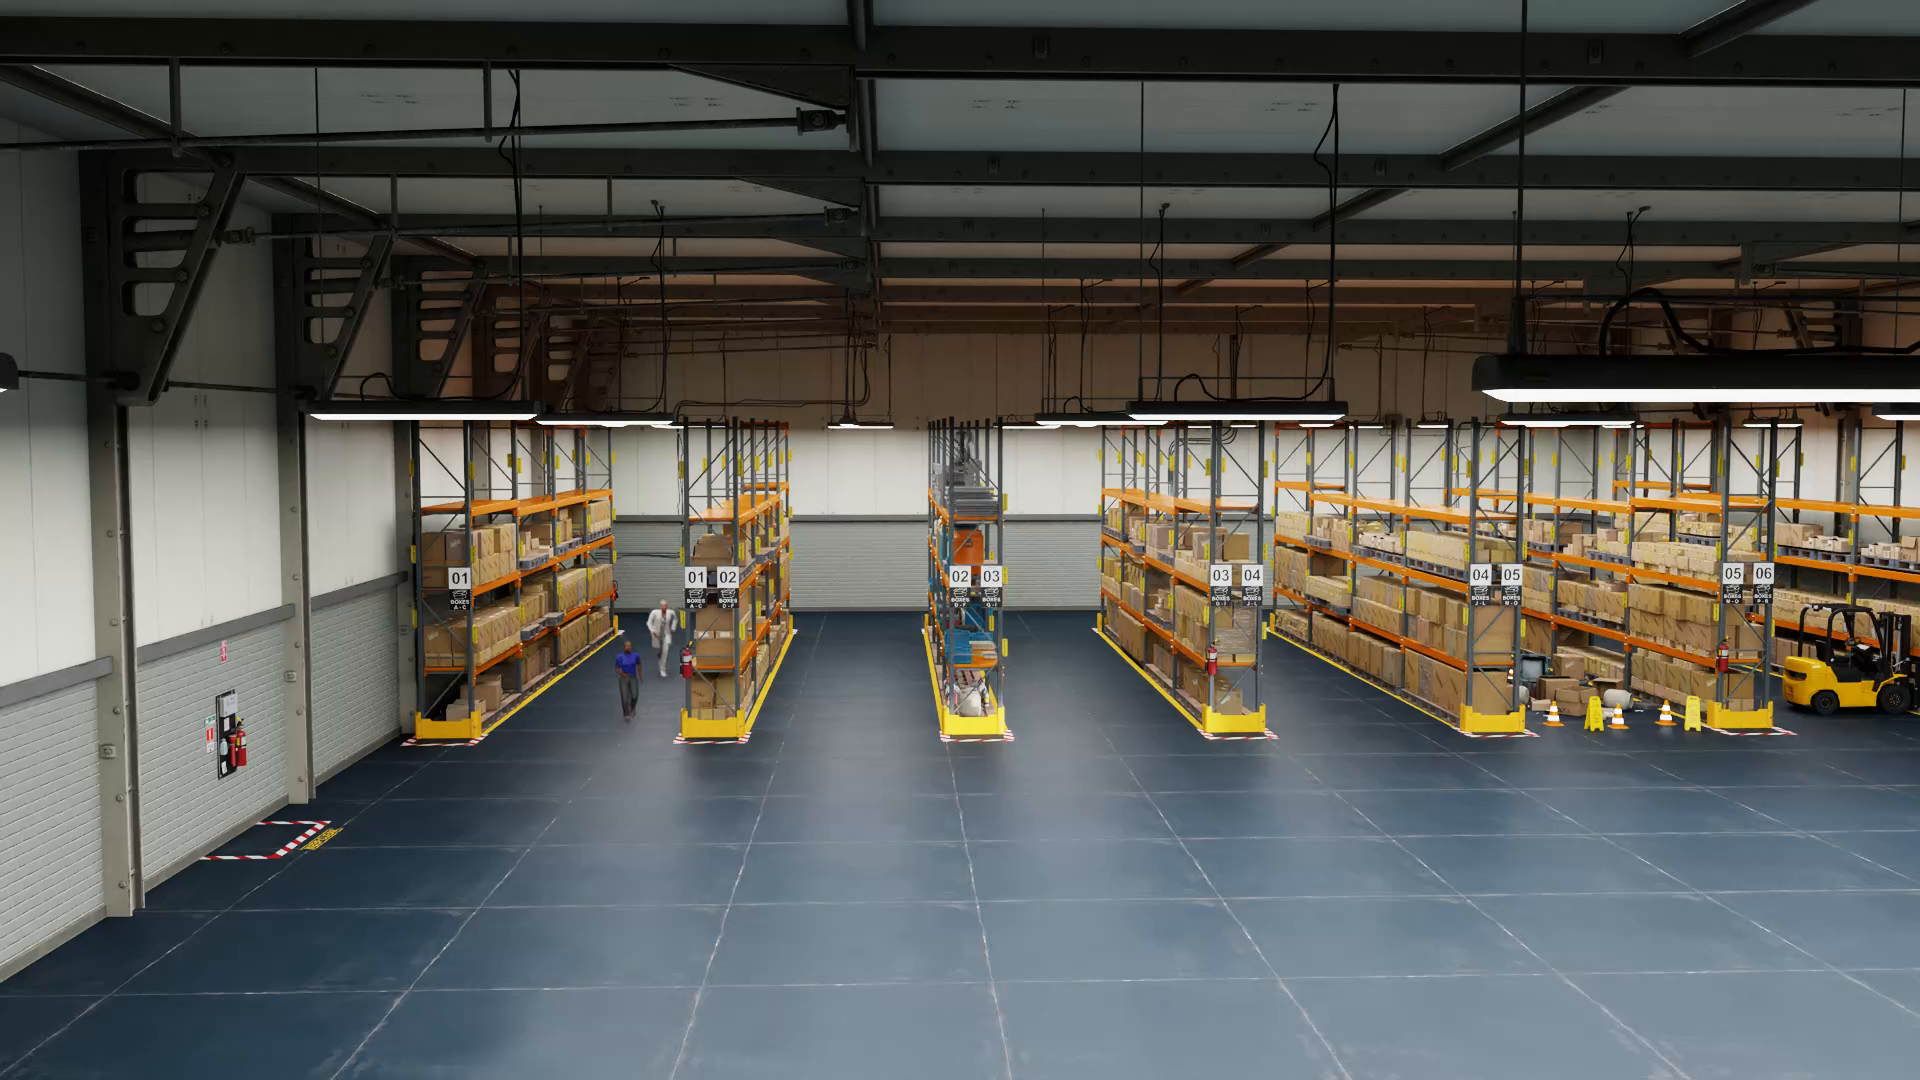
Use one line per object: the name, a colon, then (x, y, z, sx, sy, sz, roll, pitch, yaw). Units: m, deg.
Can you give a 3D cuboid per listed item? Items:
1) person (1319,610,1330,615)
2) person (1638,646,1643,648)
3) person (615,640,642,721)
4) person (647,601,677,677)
person: (10.740, 1.713, 48.274, 0.701, 1.784, 0.841, -2, 4, -30)
person: (16.311, 2.283, 39.345, 0.658, 1.769, 1.115, 0, 4, -1)
person: (-6.508, 2.776, 32.735, 0.551, 1.611, 0.664, -1, 4, -20)
person: (-7.040, 2.301, 39.345, 0.714, 1.779, 1.111, -1, 4, -11)
